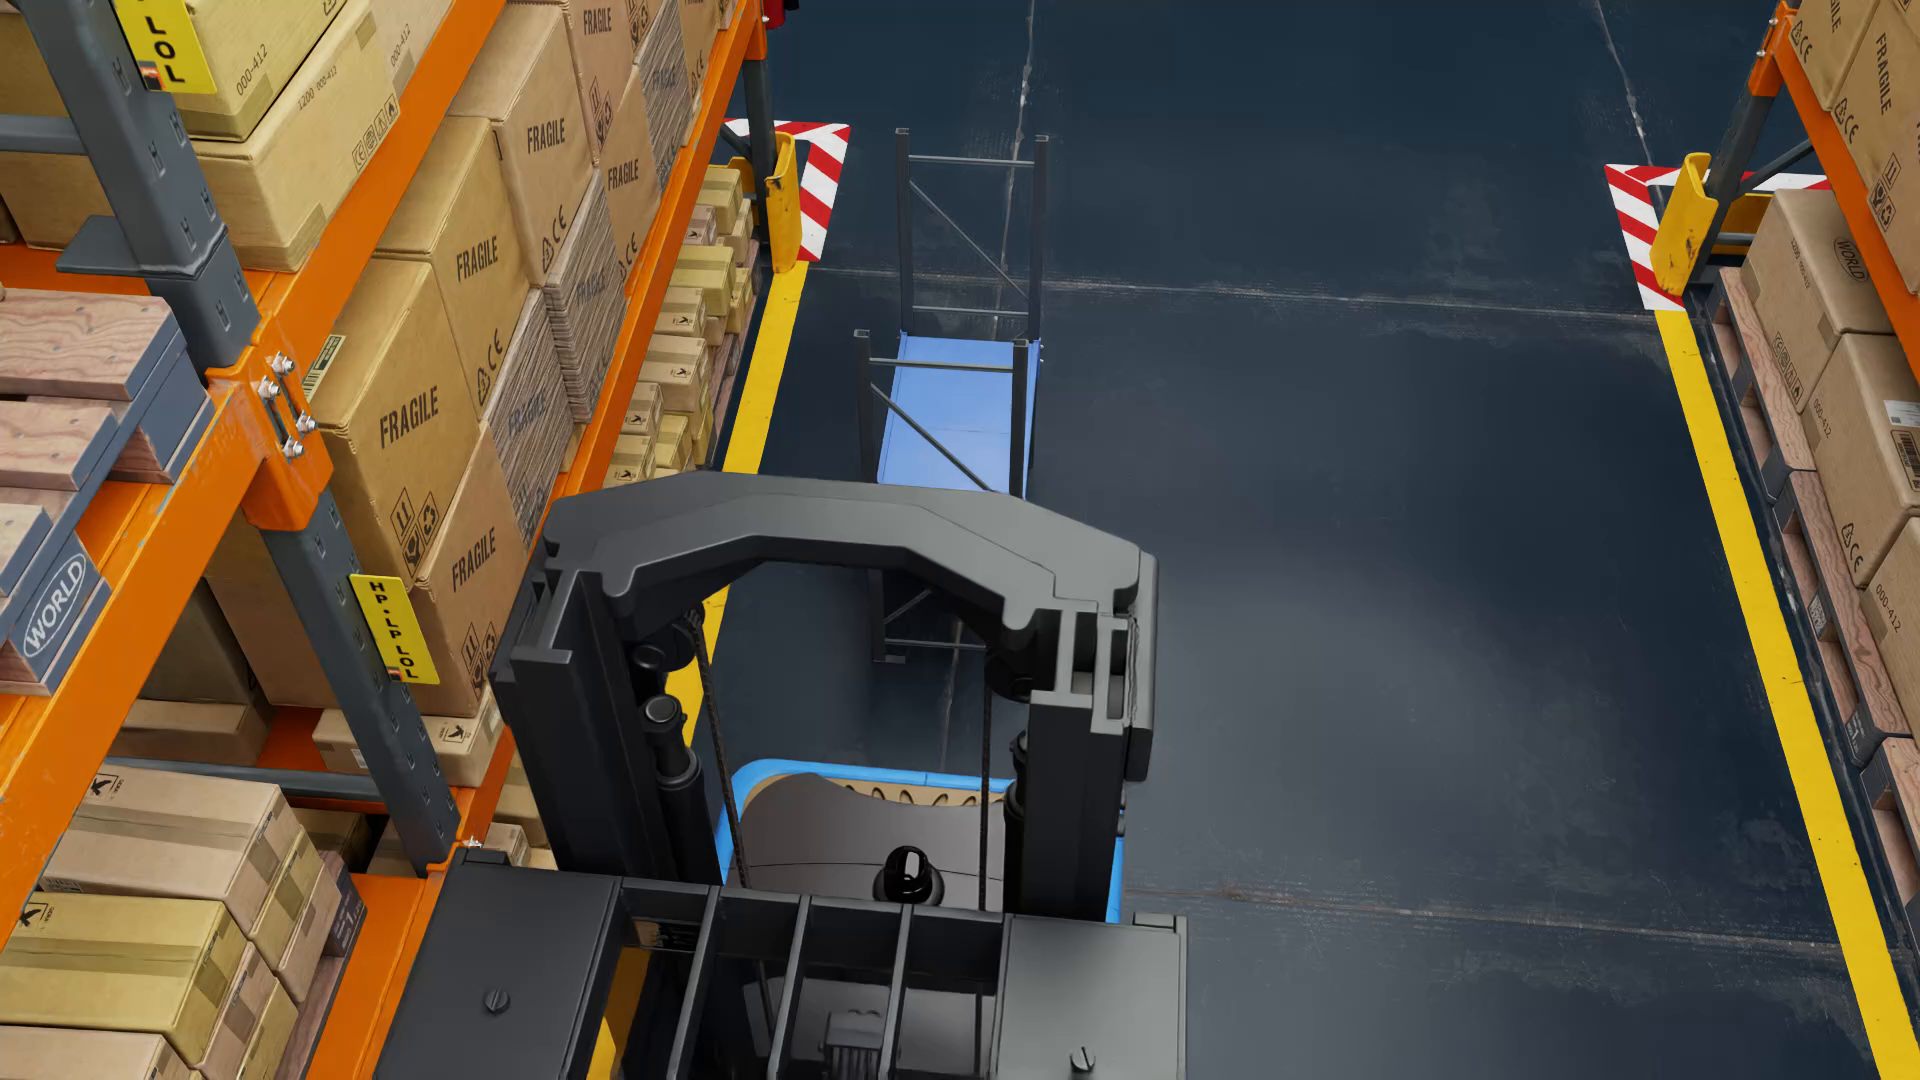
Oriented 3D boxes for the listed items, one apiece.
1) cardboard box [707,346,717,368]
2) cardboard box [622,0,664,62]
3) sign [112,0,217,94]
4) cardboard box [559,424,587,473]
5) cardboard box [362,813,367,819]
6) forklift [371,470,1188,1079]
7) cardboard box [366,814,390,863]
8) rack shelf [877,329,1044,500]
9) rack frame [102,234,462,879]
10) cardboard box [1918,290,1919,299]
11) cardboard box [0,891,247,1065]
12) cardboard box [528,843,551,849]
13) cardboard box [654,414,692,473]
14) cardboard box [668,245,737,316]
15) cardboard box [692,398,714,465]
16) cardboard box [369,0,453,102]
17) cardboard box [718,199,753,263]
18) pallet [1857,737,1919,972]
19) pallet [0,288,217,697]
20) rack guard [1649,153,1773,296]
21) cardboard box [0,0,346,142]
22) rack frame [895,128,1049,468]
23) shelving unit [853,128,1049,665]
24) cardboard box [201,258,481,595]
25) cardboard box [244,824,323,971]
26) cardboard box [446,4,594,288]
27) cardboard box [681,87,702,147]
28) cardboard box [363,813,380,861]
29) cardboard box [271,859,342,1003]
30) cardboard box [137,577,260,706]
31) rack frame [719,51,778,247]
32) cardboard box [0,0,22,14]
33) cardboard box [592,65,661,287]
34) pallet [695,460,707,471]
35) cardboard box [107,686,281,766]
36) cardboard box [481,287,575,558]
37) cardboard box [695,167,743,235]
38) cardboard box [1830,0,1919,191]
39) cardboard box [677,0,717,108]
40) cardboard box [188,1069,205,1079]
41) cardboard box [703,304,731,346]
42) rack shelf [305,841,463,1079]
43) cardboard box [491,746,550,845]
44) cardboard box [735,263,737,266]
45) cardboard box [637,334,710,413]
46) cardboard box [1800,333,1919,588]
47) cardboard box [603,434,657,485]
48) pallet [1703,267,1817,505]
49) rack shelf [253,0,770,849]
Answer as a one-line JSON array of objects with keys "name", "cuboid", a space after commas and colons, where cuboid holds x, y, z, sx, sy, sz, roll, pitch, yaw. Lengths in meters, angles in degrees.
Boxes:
[{"name": "cardboard box", "cuboid": [-1.169, -0.799, 6.595, 0.380, 0.149, 0.250, 4, 48, 3]}, {"name": "cardboard box", "cuboid": [-1.175, -1.768, 4.887, 0.500, 0.500, 0.500, 6, 48, 5]}, {"name": "sign", "cuboid": [-1.108, -0.750, 2.253, 0.100, 0.325, 0.005, 4, 48, 4]}, {"name": "cardboard box", "cuboid": [-1.269, -0.341, 4.699, 0.380, 0.149, 0.250, 5, 48, 4]}, {"name": "cardboard box", "cuboid": [-1.904, 0.686, 4.834, 0.380, 0.149, 0.250, 4, 48, 4]}, {"name": "forklift", "cuboid": [-0.242, 1.414, 2.970, 1.130, 2.935, 3.031, 5, 48, 4]}, {"name": "cardboard box", "cuboid": [-1.858, 0.859, 5.079, 0.380, 0.149, 0.250, 5, 48, 5]}, {"name": "rack shelf", "cuboid": [-0.008, -0.322, 5.772, 0.538, 0.185, 1.000, 4, 48, 4]}, {"name": "rack frame", "cuboid": [-1.661, 0.535, 3.728, 1.000, 3.000, 0.127, 4, 48, 4]}, {"name": "cardboard box", "cuboid": [3.201, -0.730, 4.817, 0.500, 0.500, 0.500, 5, 48, 5]}, {"name": "cardboard box", "cuboid": [-1.527, 0.783, 2.983, 0.380, 0.149, 0.250, 3, 48, 2]}, {"name": "cardboard box", "cuboid": [-1.376, 0.819, 4.914, 0.380, 0.149, 0.250, 4, 48, 4]}, {"name": "cardboard box", "cuboid": [-1.182, -0.326, 5.962, 0.380, 0.149, 0.250, 6, 48, 5]}, {"name": "cardboard box", "cuboid": [-1.070, -0.999, 6.375, 0.380, 0.149, 0.250, 3, 48, 3]}, {"name": "cardboard box", "cuboid": [-1.140, -0.425, 6.253, 0.380, 0.149, 0.250, 2, 48, 2]}, {"name": "cardboard box", "cuboid": [-1.320, -1.118, 3.308, 0.500, 0.250, 0.500, 3, 48, 3]}, {"name": "cardboard box", "cuboid": [-1.061, -1.277, 6.831, 0.380, 0.149, 0.250, 3, 48, 2]}, {"name": "pallet", "cuboid": [3.425, 1.182, 5.026, 1.003, 0.211, 1.213, 4, 48, 4]}, {"name": "pallet", "cuboid": [-1.824, 0.033, 2.282, 1.213, 0.211, 1.003, 4, 48, 4]}, {"name": "rack guard", "cuboid": [3.644, -1.319, 7.118, 1.175, 0.500, 0.348, 4, 48, 4]}, {"name": "cardboard box", "cuboid": [-1.378, -0.933, 2.800, 0.500, 0.250, 0.500, 5, 48, 5]}, {"name": "rack frame", "cuboid": [0.039, -0.817, 5.981, 0.500, 1.500, 0.032, 4, 48, 4]}, {"name": "shelving unit", "cuboid": [-0.008, -0.443, 5.639, 0.538, 1.500, 1.048, 4, 48, 4]}, {"name": "cardboard box", "cuboid": [-1.377, -0.251, 3.500, 0.500, 0.500, 0.500, 5, 48, 4]}, {"name": "cardboard box", "cuboid": [-1.501, 0.684, 3.276, 0.380, 0.149, 0.250, 5, 48, 5]}, {"name": "cardboard box", "cuboid": [-1.269, -1.002, 4.186, 0.500, 0.500, 0.500, 5, 48, 4]}, {"name": "cardboard box", "cuboid": [-1.113, -1.506, 5.765, 0.380, 0.149, 0.250, 5, 48, 5]}, {"name": "cardboard box", "cuboid": [-1.937, 0.803, 4.929, 0.380, 0.149, 0.250, 2, 48, 2]}, {"name": "cardboard box", "cuboid": [-1.500, 0.784, 3.386, 0.380, 0.149, 0.250, 3, 48, 3]}, {"name": "cardboard box", "cuboid": [-1.899, 0.027, 3.923, 0.500, 0.500, 0.500, 4, 48, 4]}, {"name": "rack frame", "cuboid": [-1.297, -2.404, 6.416, 1.000, 3.000, 0.127, 4, 48, 4]}, {"name": "cardboard box", "cuboid": [-1.394, -0.927, 2.525, 0.380, 0.149, 0.250, 3, 48, 3]}, {"name": "cardboard box", "cuboid": [-1.226, -1.074, 4.930, 0.500, 0.500, 0.500, 6, 48, 5]}, {"name": "pallet", "cuboid": [-1.527, 0.082, 6.032, 1.003, 0.211, 1.213, 4, 48, 4]}, {"name": "cardboard box", "cuboid": [-1.868, 0.394, 4.027, 0.380, 0.149, 0.250, 3, 48, 3]}, {"name": "cardboard box", "cuboid": [-1.327, -0.310, 4.231, 0.500, 0.500, 0.500, 4, 48, 4]}, {"name": "cardboard box", "cuboid": [-1.093, -1.378, 6.722, 0.380, 0.149, 0.250, 4, 48, 4]}, {"name": "cardboard box", "cuboid": [3.294, -1.472, 5.496, 0.500, 0.500, 0.500, 3, 48, 3]}, {"name": "cardboard box", "cuboid": [-1.133, -1.813, 5.606, 0.500, 0.500, 0.500, 3, 48, 3]}, {"name": "cardboard box", "cuboid": [-1.549, 1.059, 2.932, 0.380, 0.149, 0.250, 6, 48, 5]}, {"name": "cardboard box", "cuboid": [-1.106, -0.895, 6.482, 0.380, 0.149, 0.250, 2, 48, 2]}, {"name": "rack shelf", "cuboid": [-1.844, 2.248, 2.649, 1.077, 0.370, 4.000, 4, 48, 4]}, {"name": "cardboard box", "cuboid": [-1.339, 0.717, 4.805, 0.380, 0.149, 0.250, 6, 48, 5]}, {"name": "cardboard box", "cuboid": [-1.137, -1.183, 6.946, 0.380, 0.149, 0.250, 5, 48, 4]}, {"name": "cardboard box", "cuboid": [-1.126, -0.612, 6.021, 0.380, 0.149, 0.250, 5, 48, 5]}, {"name": "cardboard box", "cuboid": [3.606, -0.258, 5.905, 0.875, 0.438, 0.875, 5, 48, 5]}, {"name": "cardboard box", "cuboid": [-1.256, -0.231, 5.673, 0.380, 0.149, 0.250, 4, 48, 4]}, {"name": "pallet", "cuboid": [3.647, -0.611, 6.666, 1.003, 0.211, 1.213, 4, 48, 4]}, {"name": "rack shelf", "cuboid": [-1.479, -0.692, 5.337, 1.077, 0.370, 4.000, 4, 48, 4]}]
